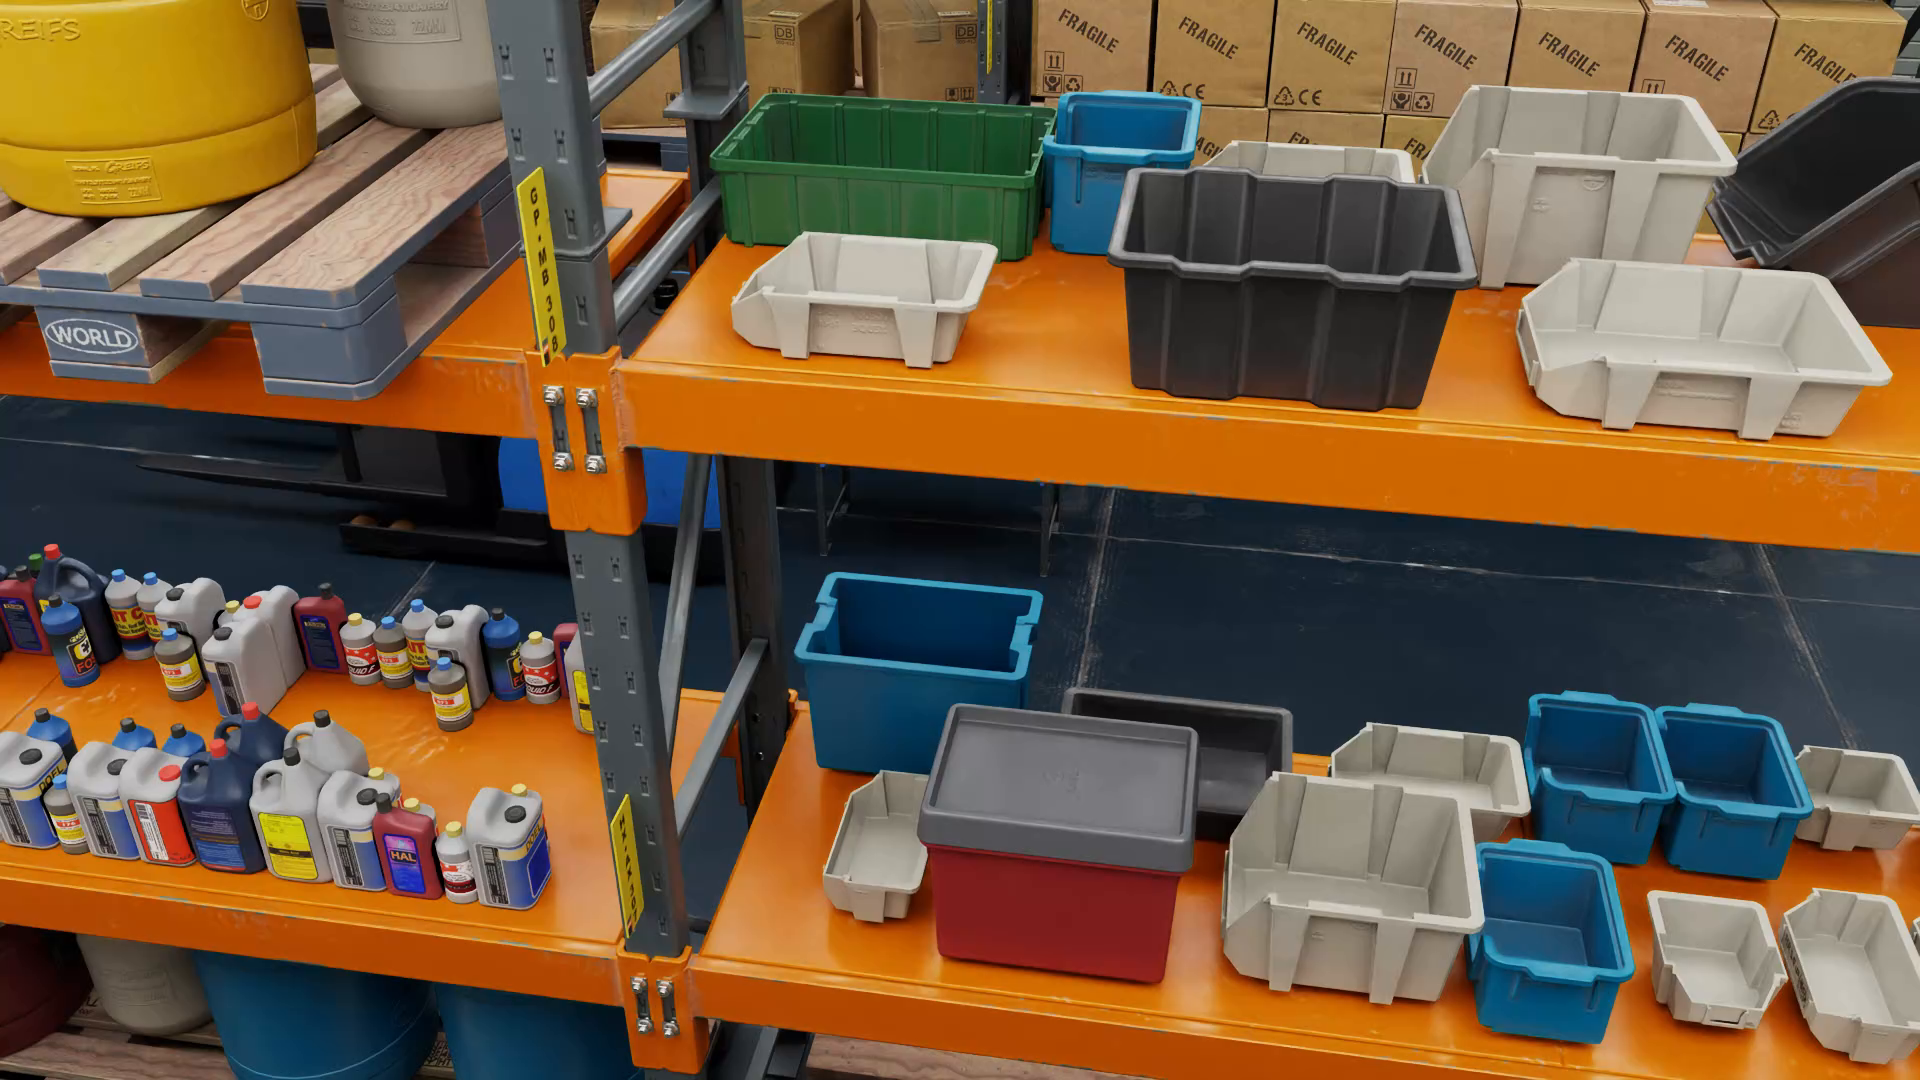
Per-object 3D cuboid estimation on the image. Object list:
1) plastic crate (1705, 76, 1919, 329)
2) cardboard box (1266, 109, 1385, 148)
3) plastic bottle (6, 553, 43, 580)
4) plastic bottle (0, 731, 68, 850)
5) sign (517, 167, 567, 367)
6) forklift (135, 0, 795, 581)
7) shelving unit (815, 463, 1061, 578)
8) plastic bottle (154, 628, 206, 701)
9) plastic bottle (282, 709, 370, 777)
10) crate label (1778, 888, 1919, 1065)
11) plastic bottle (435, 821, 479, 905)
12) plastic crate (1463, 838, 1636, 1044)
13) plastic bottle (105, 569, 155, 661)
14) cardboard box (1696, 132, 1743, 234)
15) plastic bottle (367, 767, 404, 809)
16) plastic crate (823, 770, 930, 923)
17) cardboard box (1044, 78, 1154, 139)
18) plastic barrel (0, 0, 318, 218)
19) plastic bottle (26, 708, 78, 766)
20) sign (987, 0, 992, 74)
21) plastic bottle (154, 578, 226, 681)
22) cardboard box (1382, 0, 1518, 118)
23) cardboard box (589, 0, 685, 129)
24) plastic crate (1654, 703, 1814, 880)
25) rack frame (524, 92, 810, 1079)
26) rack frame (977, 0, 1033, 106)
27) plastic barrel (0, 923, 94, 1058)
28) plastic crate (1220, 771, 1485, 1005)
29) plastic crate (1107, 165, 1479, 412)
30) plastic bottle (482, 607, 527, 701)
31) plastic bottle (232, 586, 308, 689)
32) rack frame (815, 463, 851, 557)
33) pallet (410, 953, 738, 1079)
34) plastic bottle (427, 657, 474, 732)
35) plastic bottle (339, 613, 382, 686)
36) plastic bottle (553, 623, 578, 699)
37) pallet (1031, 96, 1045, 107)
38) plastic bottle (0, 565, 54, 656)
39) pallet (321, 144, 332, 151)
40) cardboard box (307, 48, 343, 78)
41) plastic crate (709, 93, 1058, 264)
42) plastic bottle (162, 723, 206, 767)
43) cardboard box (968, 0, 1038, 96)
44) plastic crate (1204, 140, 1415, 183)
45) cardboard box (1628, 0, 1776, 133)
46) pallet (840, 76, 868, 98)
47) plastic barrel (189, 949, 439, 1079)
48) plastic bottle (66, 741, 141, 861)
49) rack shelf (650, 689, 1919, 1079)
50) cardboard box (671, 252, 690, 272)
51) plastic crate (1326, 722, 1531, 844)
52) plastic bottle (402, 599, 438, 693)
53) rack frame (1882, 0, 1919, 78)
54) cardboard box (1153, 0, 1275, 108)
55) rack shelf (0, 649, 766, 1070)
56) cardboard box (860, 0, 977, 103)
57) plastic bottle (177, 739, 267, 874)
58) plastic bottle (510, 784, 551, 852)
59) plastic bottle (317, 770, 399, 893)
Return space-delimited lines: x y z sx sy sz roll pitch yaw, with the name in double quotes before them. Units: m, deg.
"plastic crate" 1.869 -0.641 3.178 0.767 0.338 0.504 5 32 8
"cardboard box" 1.678 -1.827 7.748 0.500 0.500 0.500 5 32 8
"plastic bottle" -2.646 0.163 4.772 0.133 0.283 0.061 5 32 8
"plastic bottle" -2.275 0.604 4.075 0.135 0.276 0.152 5 32 8
"sign" -0.708 -0.460 2.822 0.005 0.325 0.100 5 32 8
"forklift" -2.375 -1.434 7.278 3.031 2.935 1.130 6 33 9
"shelving unit" -0.084 -0.643 7.364 1.048 1.500 0.538 5 32 8
"plastic bottle" -2.150 0.335 4.575 0.097 0.201 0.097 0 32 0
"plastic bottle" -1.551 0.562 4.071 0.185 0.351 0.144 5 32 8
"crate label" 1.933 0.947 3.601 0.243 0.136 0.396 5 32 8
"plastic bottle" -1.176 0.750 3.912 0.097 0.201 0.097 0 32 0
"plastic crate" 1.262 0.881 3.617 0.300 0.233 0.416 5 32 8
"plastic bottle" -2.353 0.205 4.717 0.097 0.271 0.097 0 32 0
"cardboard box" 3.167 -1.690 7.529 0.500 0.500 0.500 5 32 9
"plastic bottle" -1.414 0.646 4.078 0.097 0.201 0.097 0 32 0
"plastic crate" -0.179 0.730 3.948 0.243 0.136 0.396 5 32 8
"cardboard box" 0.680 -1.917 7.891 0.500 0.500 0.500 6 33 9
"plastic barrel" -1.548 -0.977 3.083 0.600 0.588 0.600 0 32 0
"plastic bottle" -2.273 0.539 4.183 0.097 0.271 0.097 0 32 0
"sign" 0.133 -2.263 7.447 0.005 0.325 0.100 5 32 8
"plastic bottle" -2.147 0.236 4.662 0.135 0.276 0.152 5 32 8
"cardboard box" 2.165 -2.202 7.404 0.500 0.500 0.500 6 33 10
"cardboard box" -1.529 -2.408 8.281 0.500 0.500 0.700 -3 32 -4
"plastic crate" 1.843 0.618 4.036 0.300 0.233 0.416 5 32 8
"rack frame" -0.614 0.528 4.080 0.127 3.000 1.000 5 32 8
"rack frame" 0.223 -2.063 8.218 0.127 3.000 1.000 5 32 8
"plastic barrel" -2.959 1.150 4.962 0.708 0.588 0.600 5 32 8
"plastic crate" 0.860 0.785 3.724 0.530 0.282 0.437 5 32 8
"plastic crate" 0.564 -0.434 2.912 0.590 0.269 0.497 5 32 8
"plastic bottle" -1.248 0.305 4.557 0.097 0.271 0.097 0 32 0
"plastic bottle" -1.919 0.257 4.629 0.135 0.276 0.152 5 32 8
"rack frame" -0.585 -0.689 7.437 0.032 1.500 0.500 5 32 8
"pallet" -1.367 1.619 4.965 1.213 0.211 1.003 5 32 8
"plastic bottle" -1.369 0.405 4.462 0.097 0.201 0.097 0 32 0
"plastic bottle" -1.668 0.297 4.636 0.097 0.201 0.097 0 32 0
"plastic bottle" -1.035 0.309 4.539 0.133 0.283 0.061 5 32 8
"pallet" 0.280 -3.501 13.145 1.213 0.211 1.003 5 32 8
"plastic bottle" -2.656 0.195 4.721 0.133 0.283 0.061 5 32 8
"pallet" -3.040 -2.315 8.802 1.003 0.211 1.213 5 32 8
"cardboard box" -3.080 -2.643 8.655 0.500 0.500 0.700 -5 32 -8
"plastic crate" -0.145 -0.774 3.532 0.662 0.188 0.450 5 32 8
"plastic bottle" -1.911 0.572 4.131 0.097 0.271 0.097 0 32 0
"cardboard box" 0.390 -3.911 12.801 0.750 0.750 0.750 6 32 9
"plastic crate" 0.704 -0.718 3.491 0.466 0.136 0.293 5 32 8
"cardboard box" 3.183 -2.112 7.261 0.500 0.500 0.500 6 33 10
"pallet" -0.546 -2.110 8.474 1.213 0.211 1.003 5 32 8
"plastic barrel" -1.845 1.118 4.718 0.708 0.901 0.600 5 32 8
"plastic bottle" -2.047 0.624 4.042 0.135 0.276 0.152 5 32 8
"rack shelf" 1.358 1.011 3.986 4.000 0.370 1.077 5 32 8
"cardboard box" -1.292 -1.177 8.745 0.500 0.500 0.500 6 32 9
"plastic crate" 1.153 0.612 4.137 0.466 0.136 0.293 5 32 8
"plastic bottle" -1.476 0.284 4.590 0.097 0.271 0.097 0 32 0
"rack frame" 4.166 -1.706 7.648 0.127 3.000 1.000 5 32 8
"cardboard box" 1.149 -2.294 7.551 0.500 0.500 0.500 4 32 7
"rack shelf" -2.585 0.654 4.556 4.000 0.370 1.077 5 32 8
"cardboard box" -0.206 -2.442 8.335 0.500 0.500 0.700 -5 32 -8
"plastic bottle" -1.757 0.621 3.977 0.185 0.351 0.144 5 32 8
"plastic bottle" -1.054 0.679 4.026 0.097 0.201 0.097 0 32 0
"plastic bottle" -1.417 0.681 3.951 0.135 0.276 0.152 5 32 8
